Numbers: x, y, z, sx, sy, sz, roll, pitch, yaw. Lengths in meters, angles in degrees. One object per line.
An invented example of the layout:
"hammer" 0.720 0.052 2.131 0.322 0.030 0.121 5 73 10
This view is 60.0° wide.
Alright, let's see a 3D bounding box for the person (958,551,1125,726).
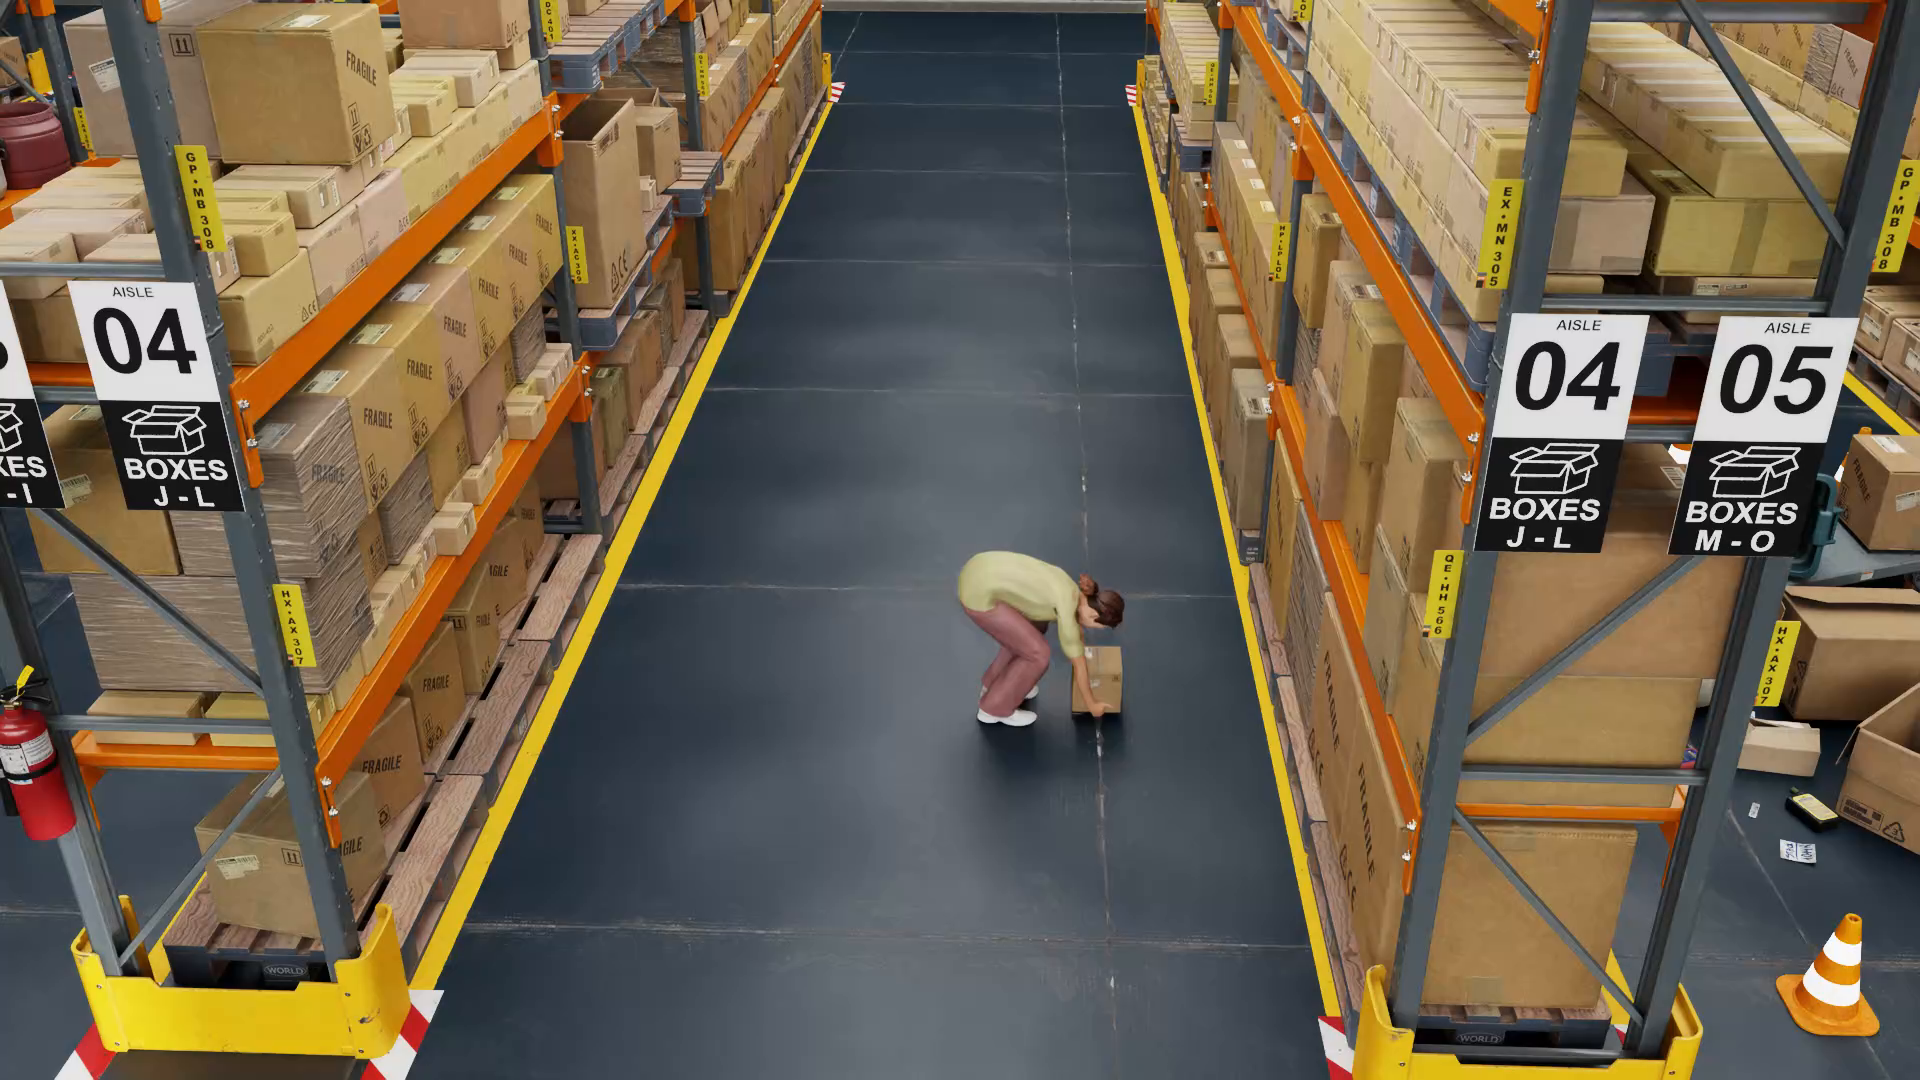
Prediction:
"person" 0.411 0.487 8.526 0.849 0.906 0.468 0 28 -1
